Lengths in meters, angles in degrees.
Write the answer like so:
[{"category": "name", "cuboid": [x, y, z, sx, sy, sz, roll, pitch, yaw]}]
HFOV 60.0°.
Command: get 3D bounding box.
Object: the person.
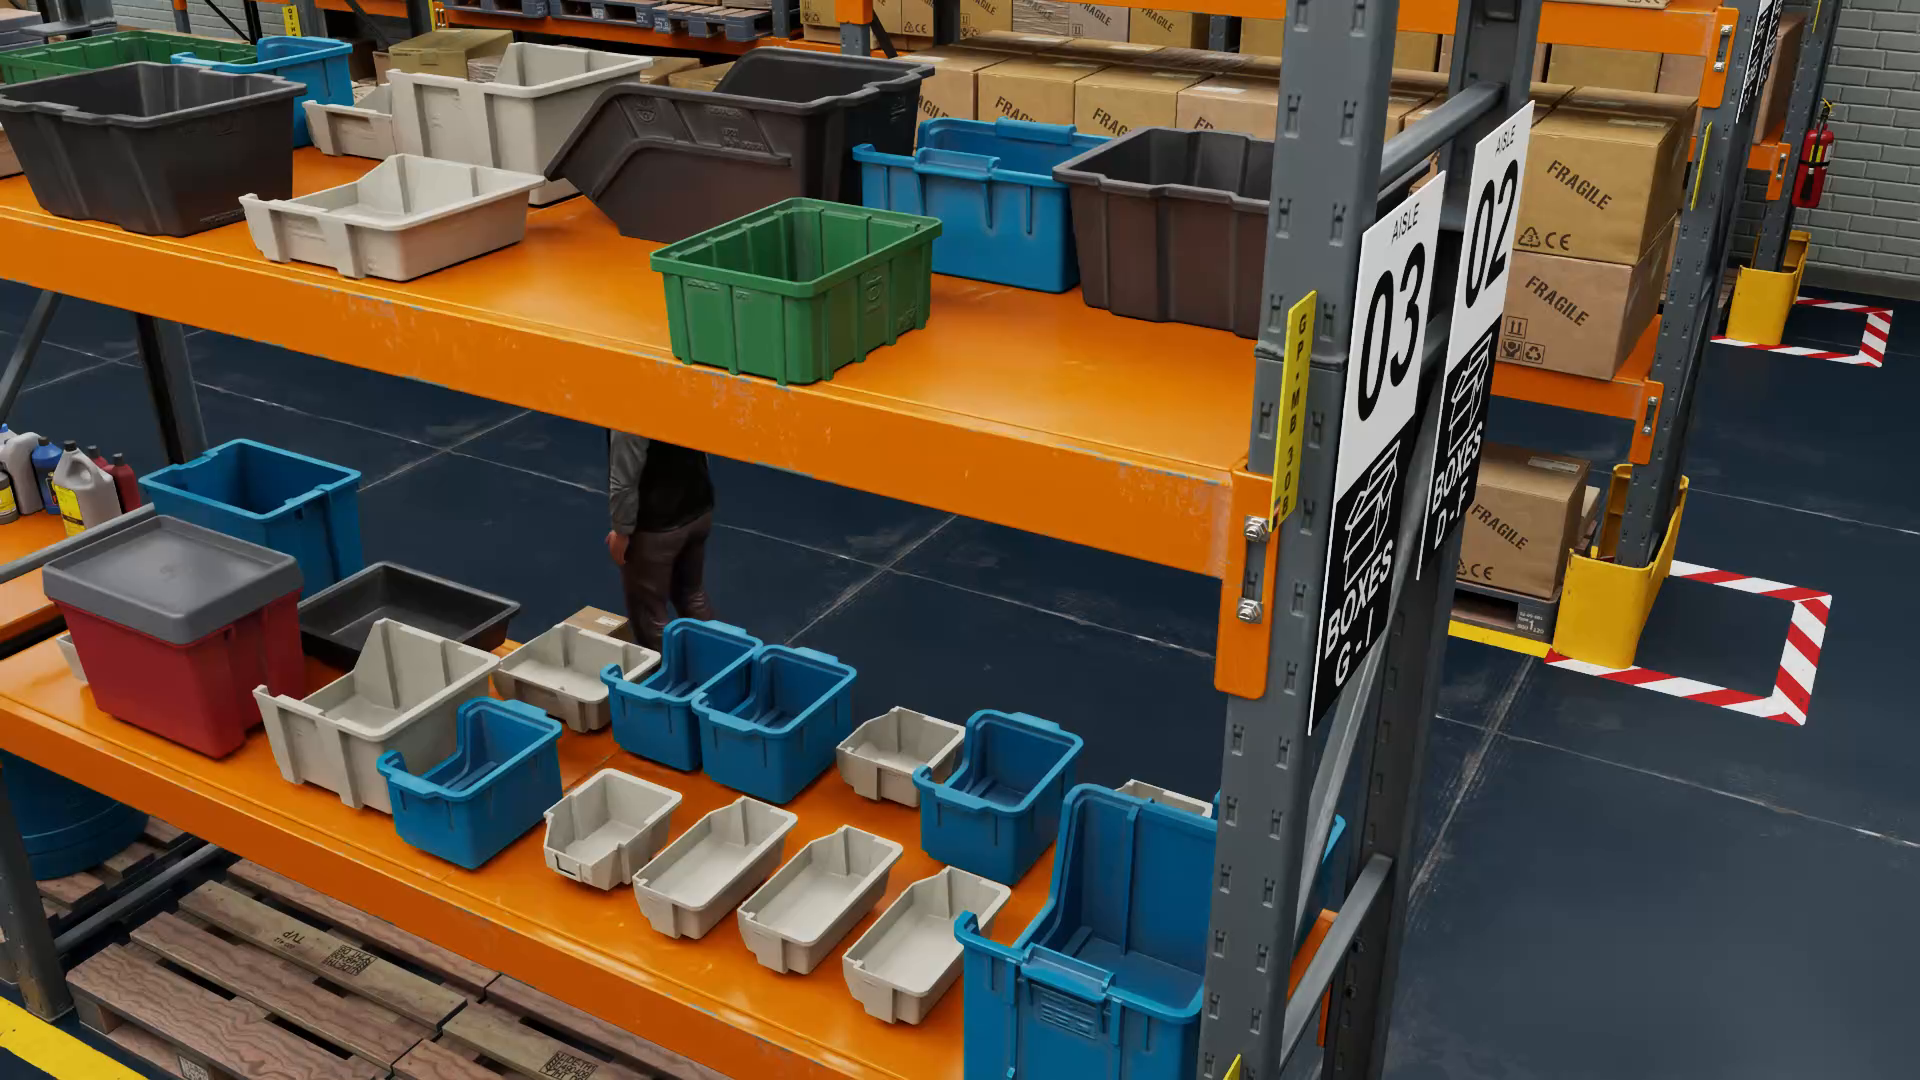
[{"category": "person", "cuboid": [-1.221, -0.068, 6.798, 0.356, 1.717, 0.534, 15, 30, 27]}]
